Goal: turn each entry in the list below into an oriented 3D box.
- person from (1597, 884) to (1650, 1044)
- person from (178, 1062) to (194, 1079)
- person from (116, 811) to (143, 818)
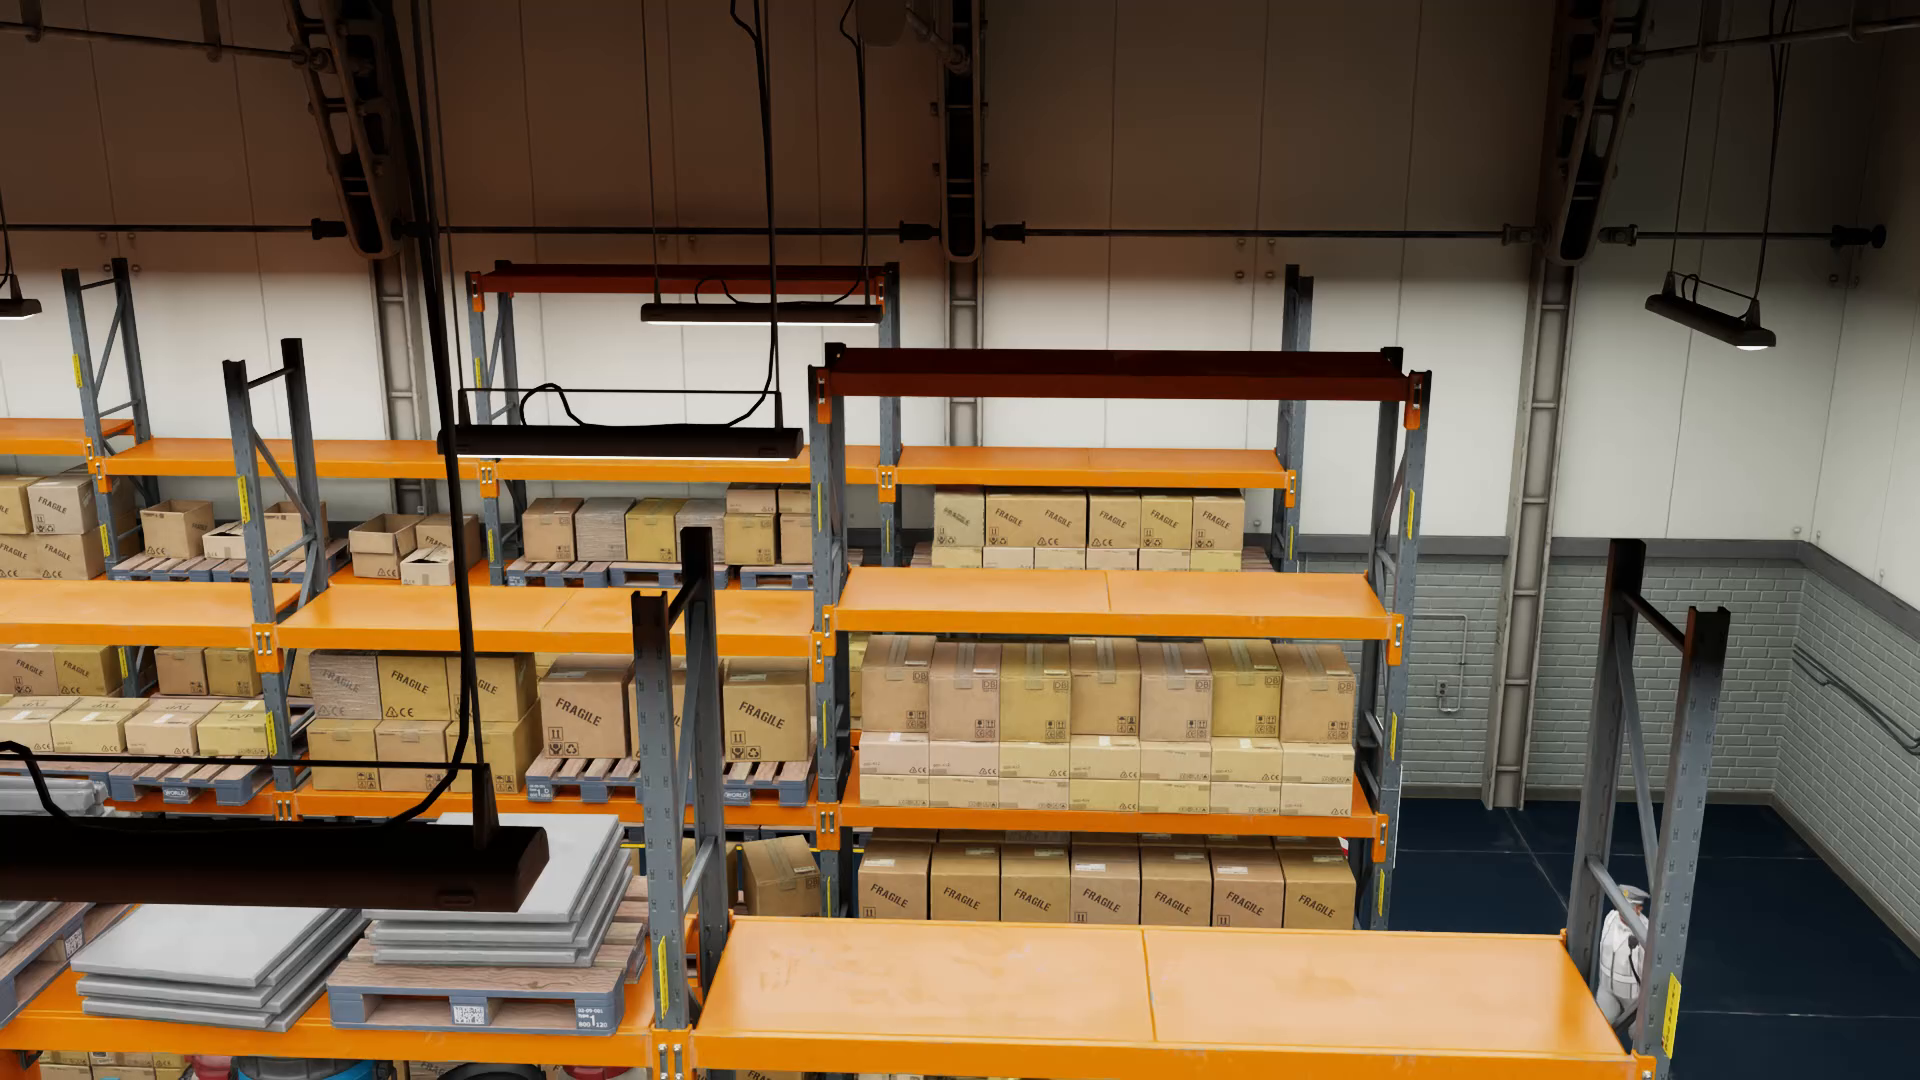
[{"bbox_3d":[5.364,3.540,13.263,0.898,1.739,0.573,-11,19,-33],"label":"person"},{"bbox_3d":[-5.121,4.108,11.390,0.511,1.721,0.564,3,16,12],"label":"person"},{"bbox_3d":[-8.252,2.595,16.438,0.497,1.766,0.597,5,17,17],"label":"person"}]
